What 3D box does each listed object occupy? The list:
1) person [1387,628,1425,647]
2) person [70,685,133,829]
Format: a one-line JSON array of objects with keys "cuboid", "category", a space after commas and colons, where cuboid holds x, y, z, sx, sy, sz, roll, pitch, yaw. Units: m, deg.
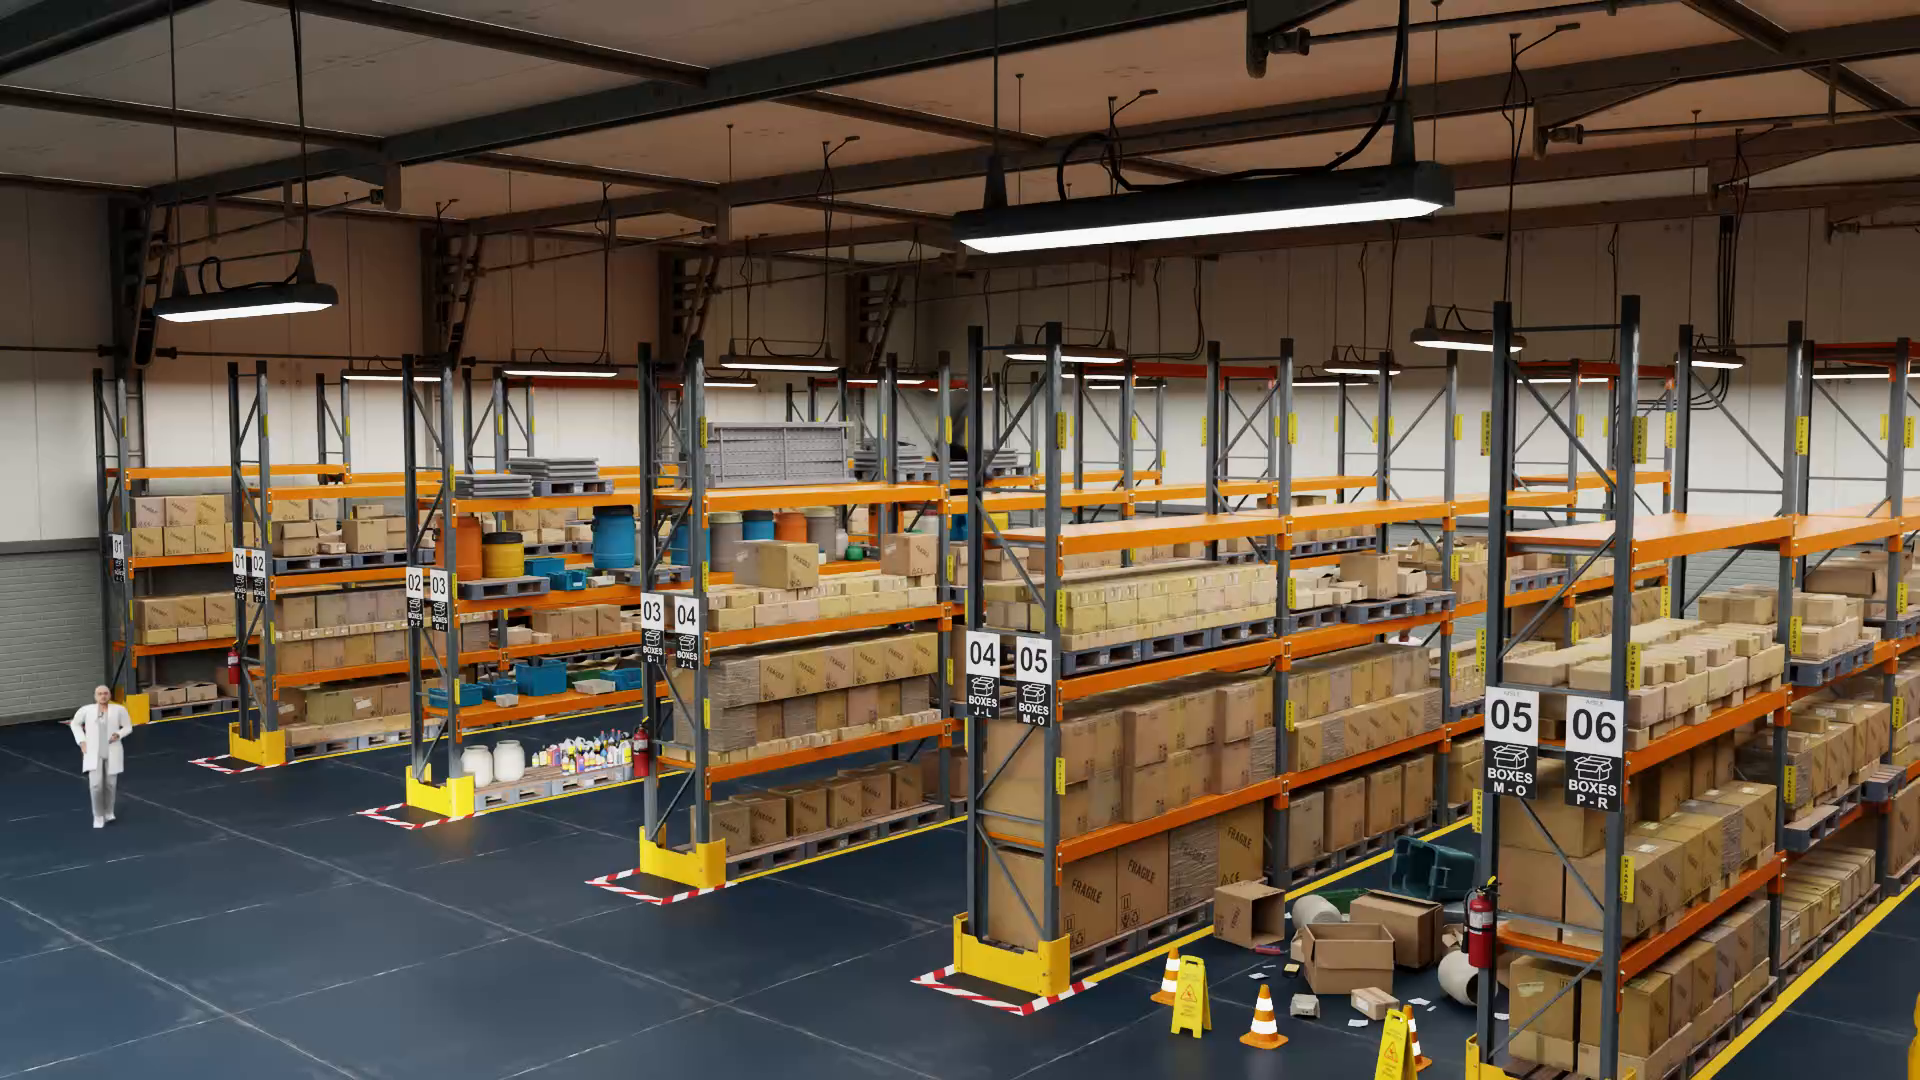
[{"cuboid": [7.489, 2.225, 28.045, 0.710, 1.742, 0.847, 2, 5, 30], "category": "person"}, {"cuboid": [-10.846, 2.754, 21.050, 0.690, 1.830, 0.711, -2, 5, -30], "category": "person"}]
